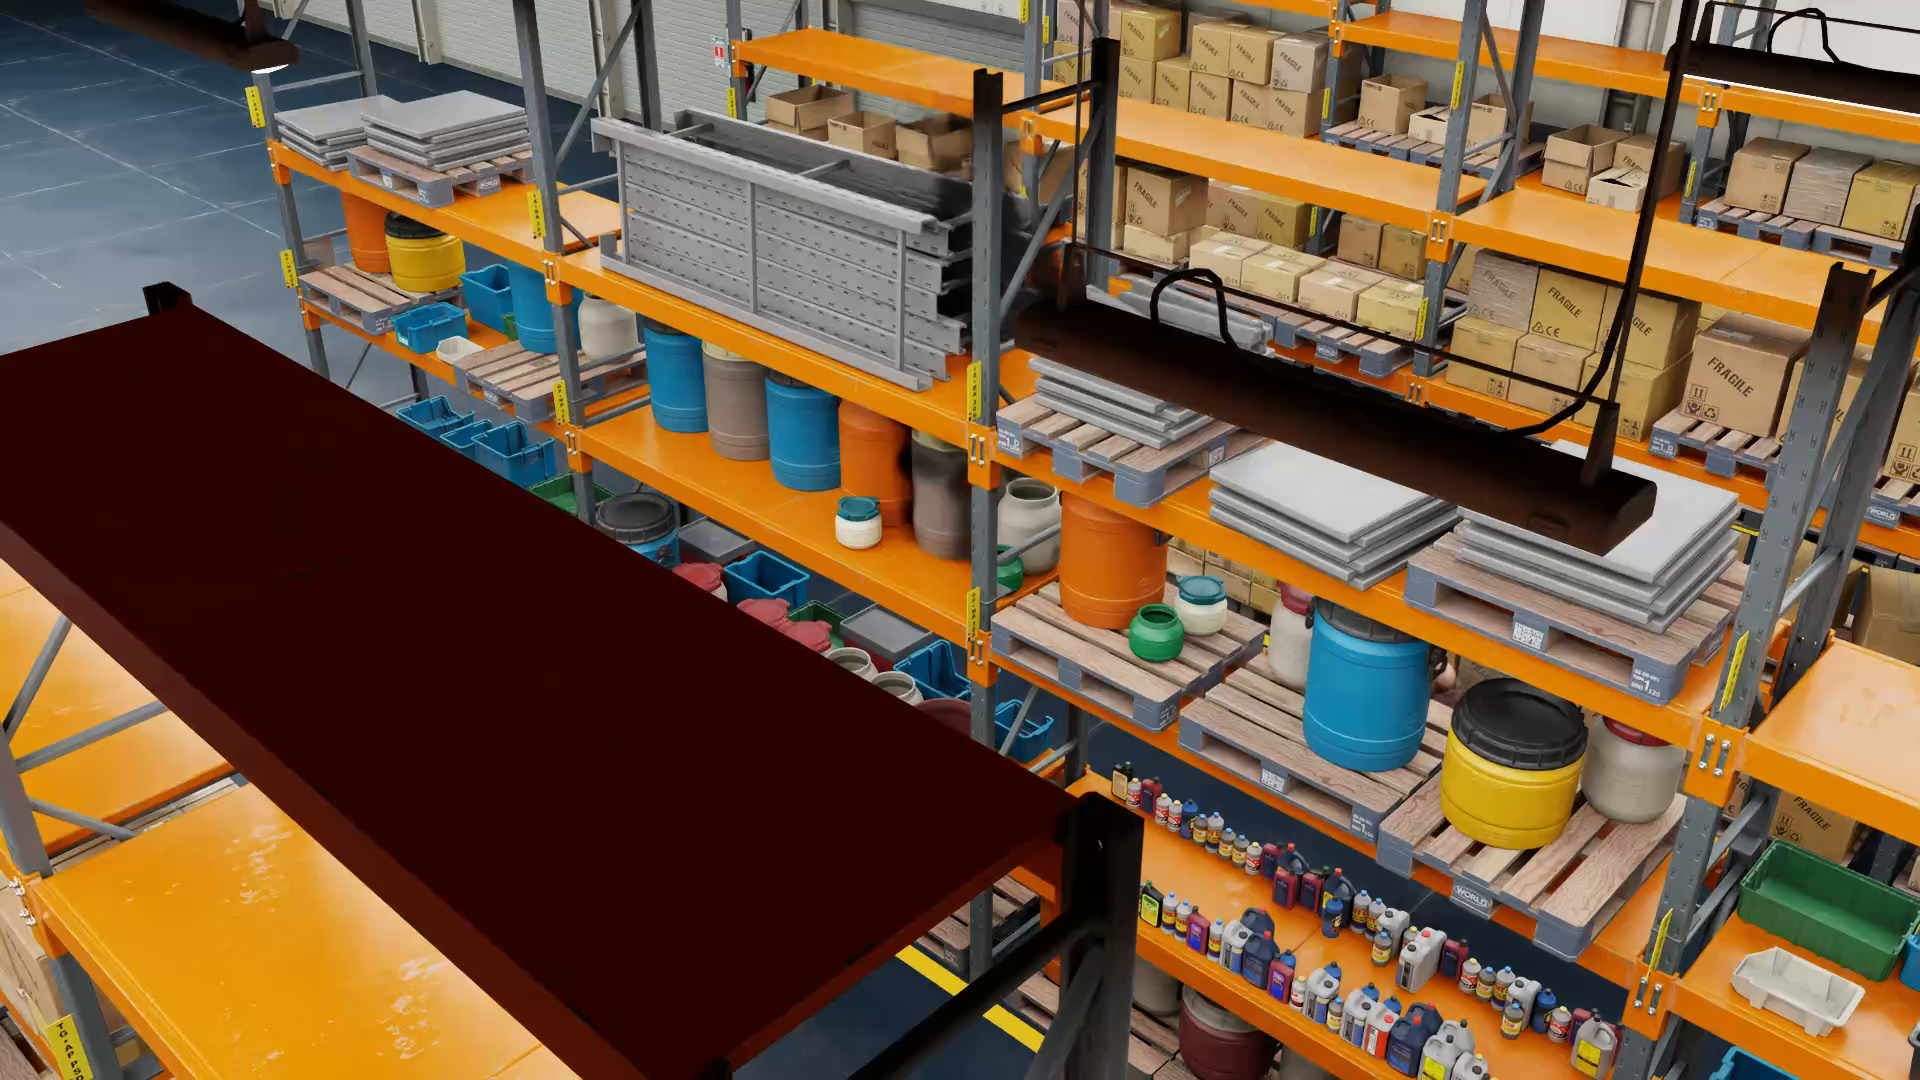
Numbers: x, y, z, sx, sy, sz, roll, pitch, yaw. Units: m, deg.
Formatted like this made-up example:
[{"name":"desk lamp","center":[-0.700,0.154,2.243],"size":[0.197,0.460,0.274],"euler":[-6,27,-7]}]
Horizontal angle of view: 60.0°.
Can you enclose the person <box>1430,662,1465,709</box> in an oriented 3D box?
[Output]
[{"name":"person","center":[3.159,1.592,11.108],"size":[0.711,1.728,0.718],"euler":[-23,37,-35]}]
